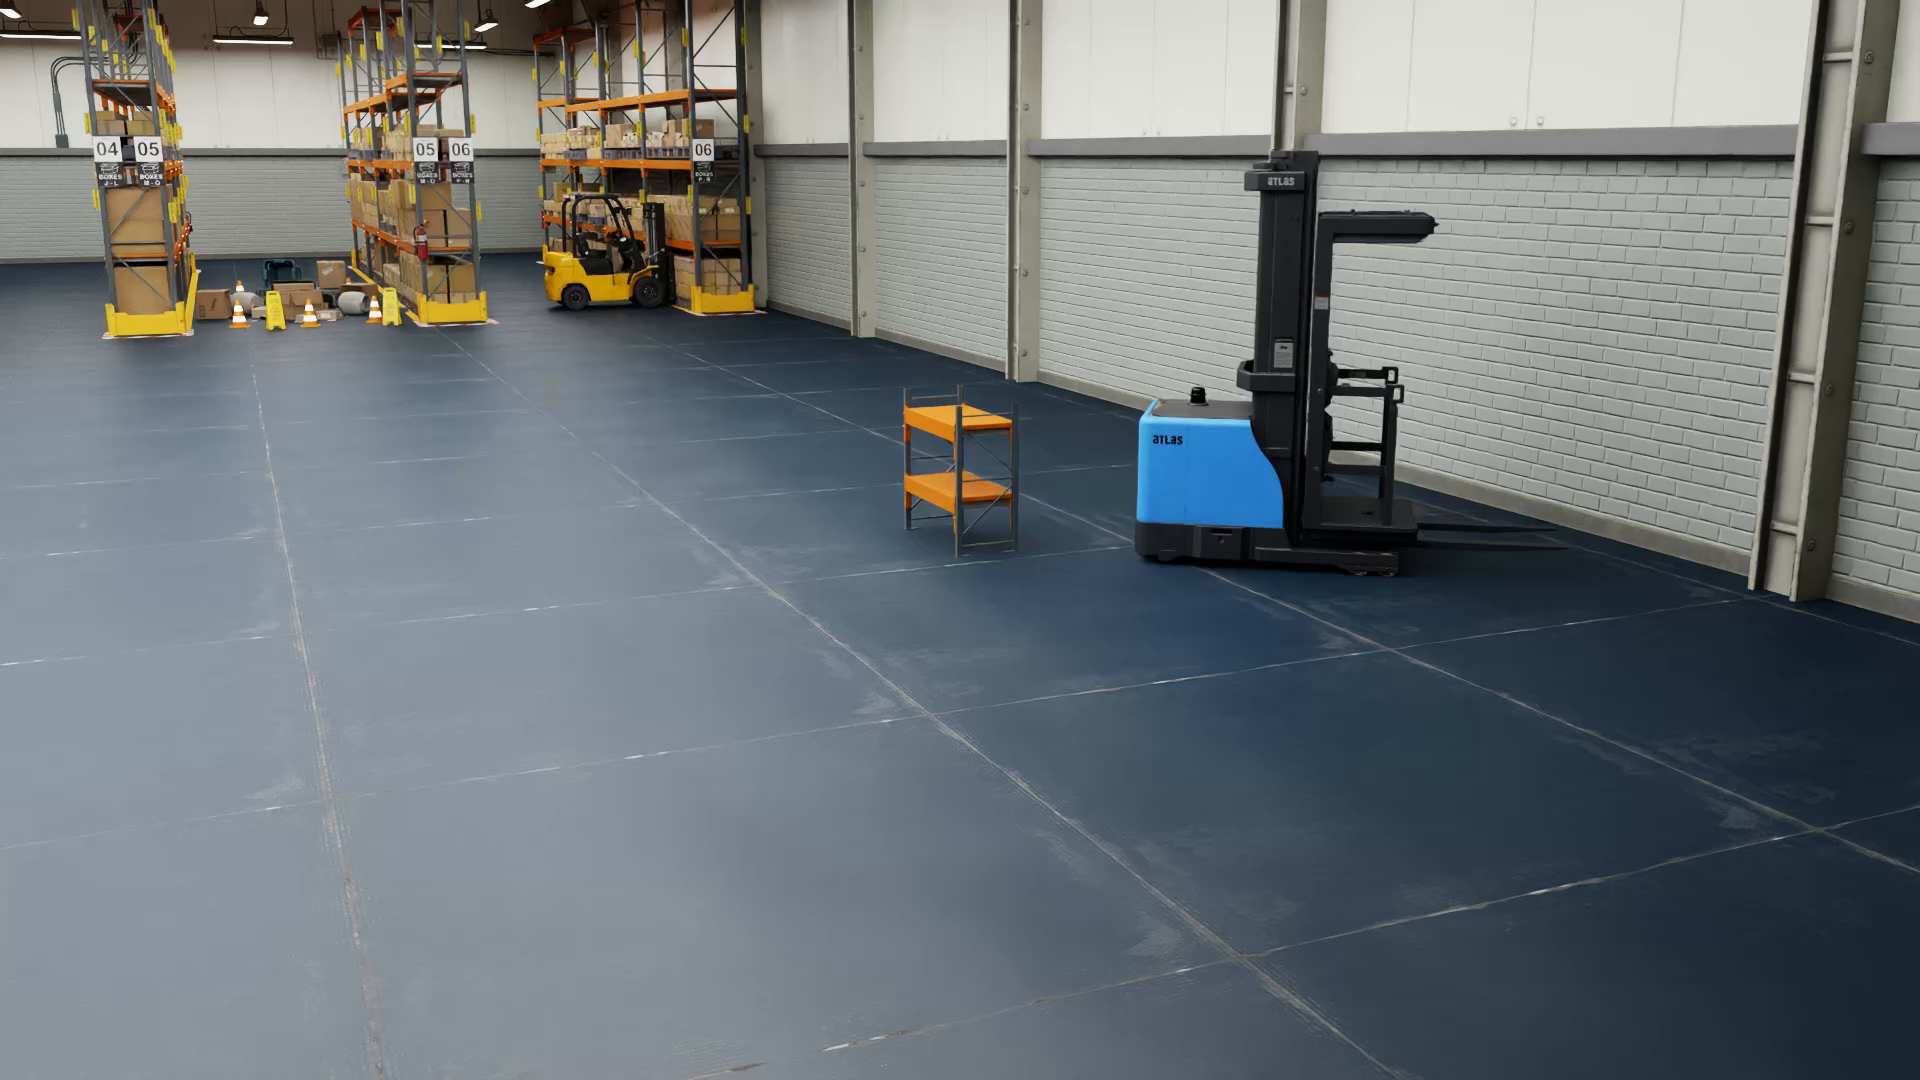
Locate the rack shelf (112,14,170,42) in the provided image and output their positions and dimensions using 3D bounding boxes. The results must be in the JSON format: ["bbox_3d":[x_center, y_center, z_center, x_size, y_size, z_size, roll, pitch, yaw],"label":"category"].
[{"bbox_3d":[-19.180,-12.002,38.995,1.077,0.370,4.000,-6,14,-23],"label":"rack shelf"}]

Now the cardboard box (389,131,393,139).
[{"bbox_3d":[-10.852,-7.845,32.252,0.380,0.149,0.250,-6,14,-24],"label":"cardboard box"}]

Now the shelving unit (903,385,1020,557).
[{"bbox_3d":[-0.003,-0.549,12.749,0.538,1.125,1.048,-6,14,-23],"label":"shelving unit"}]

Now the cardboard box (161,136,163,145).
[{"bbox_3d":[-13.415,-6.610,27.530,0.380,0.149,0.250,-6,14,-23],"label":"cardboard box"}]

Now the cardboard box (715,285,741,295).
[{"bbox_3d":[-4.548,-4.819,32.208,0.500,0.250,0.500,-6,14,-23],"label":"cardboard box"}]

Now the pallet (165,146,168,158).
[{"bbox_3d":[-14.856,-6.993,29.976,1.003,0.211,1.213,-6,14,-23],"label":"pallet"}]

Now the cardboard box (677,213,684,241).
[{"bbox_3d":[-5.167,-6.070,32.222,0.500,0.500,0.500,-5,14,-21],"label":"cardboard box"}]

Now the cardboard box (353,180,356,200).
[{"bbox_3d":[-14.927,-8.788,41.749,0.500,0.500,0.500,-6,14,-23],"label":"cardboard box"}]

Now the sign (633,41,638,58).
[{"bbox_3d":[-6.625,-10.027,33.988,0.100,0.325,0.005,-6,14,-23],"label":"sign"}]

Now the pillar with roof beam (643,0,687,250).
[{"bbox_3d":[-10.331,-9.834,35.403,9.100,9.000,0.548,-6,14,-23],"label":"pillar with roof beam"}]

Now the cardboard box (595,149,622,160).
[{"bbox_3d":[-8.163,-8.961,38.614,0.500,0.250,0.500,-6,14,-25],"label":"cardboard box"}]

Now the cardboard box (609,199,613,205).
[{"bbox_3d":[-7.769,-7.705,37.850,0.380,0.149,0.250,-5,14,-22],"label":"cardboard box"}]

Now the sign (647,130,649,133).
[{"bbox_3d":[-7.223,-9.288,38.375,0.100,0.325,0.005,-6,14,-23],"label":"sign"}]

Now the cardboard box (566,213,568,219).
[{"bbox_3d":[-9.947,-8.339,42.803,0.380,0.149,0.250,-5,14,-22],"label":"cardboard box"}]

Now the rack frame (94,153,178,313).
[{"bbox_3d":[-13.572,-4.918,27.468,1.000,3.000,0.127,-6,14,-23],"label":"rack frame"}]

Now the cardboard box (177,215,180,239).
[{"bbox_3d":[-15.341,-6.031,32.052,0.500,0.500,0.500,-6,14,-23],"label":"cardboard box"}]

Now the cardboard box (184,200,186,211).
[{"bbox_3d":[-19.152,-8.137,40.494,0.500,0.500,0.500,-6,14,-23],"label":"cardboard box"}]

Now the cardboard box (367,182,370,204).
[{"bbox_3d":[-13.330,-7.972,38.222,0.500,0.500,0.500,-6,14,-24],"label":"cardboard box"}]

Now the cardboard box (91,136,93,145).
[{"bbox_3d":[-14.015,-6.549,27.264,0.380,0.149,0.250,-6,14,-23],"label":"cardboard box"}]

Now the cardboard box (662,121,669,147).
[{"bbox_3d":[-5.449,-8.015,32.812,0.797,0.503,0.637,-5,14,-21],"label":"cardboard box"}]

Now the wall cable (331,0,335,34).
[{"bbox_3d":[-18.982,-15.884,46.908,2.355,3.000,0.029,-6,14,-23],"label":"wall cable"}]

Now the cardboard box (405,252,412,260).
[{"bbox_3d":[-10.377,-5.420,31.701,0.380,0.149,0.250,-5,14,-20],"label":"cardboard box"}]

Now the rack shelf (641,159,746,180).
[{"bbox_3d":[-5.331,-7.359,32.958,1.077,0.370,4.000,-6,14,-23],"label":"rack shelf"}]

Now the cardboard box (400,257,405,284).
[{"bbox_3d":[-10.690,-5.297,32.606,0.500,0.500,0.500,-5,14,-20],"label":"cardboard box"}]

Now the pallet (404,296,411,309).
[{"bbox_3d":[-10.378,-4.719,32.789,1.003,0.211,1.213,-6,14,-23],"label":"pallet"}]

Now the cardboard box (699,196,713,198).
[{"bbox_3d":[-5.062,-6.756,33.087,0.380,0.149,0.250,-6,14,-23],"label":"cardboard box"}]

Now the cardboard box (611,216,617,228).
[{"bbox_3d":[-7.584,-7.197,37.646,0.500,0.250,0.500,-6,14,-24],"label":"cardboard box"}]

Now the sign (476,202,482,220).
[{"bbox_3d":[-8.580,-5.857,29.604,0.100,0.325,0.005,-6,14,-23],"label":"sign"}]

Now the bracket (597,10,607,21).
[{"bbox_3d":[-8.949,-13.098,41.524,0.235,0.232,0.430,-6,14,-23],"label":"bracket"}]

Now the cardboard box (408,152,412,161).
[{"bbox_3d":[-9.606,-6.822,29.598,0.380,0.149,0.250,-6,14,-23],"label":"cardboard box"}]

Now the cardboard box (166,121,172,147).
[{"bbox_3d":[-15.823,-8.001,32.758,0.500,0.500,0.500,-6,14,-23],"label":"cardboard box"}]

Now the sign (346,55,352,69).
[{"bbox_3d":[-14.402,-11.275,39.207,0.100,0.325,0.005,-6,14,-23],"label":"sign"}]

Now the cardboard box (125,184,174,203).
[{"bbox_3d":[-14.731,-6.161,30.111,0.875,0.550,0.550,-6,14,-23],"label":"cardboard box"}]

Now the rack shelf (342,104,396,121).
[{"bbox_3d":[-14.685,-10.656,41.437,1.077,0.370,4.000,-6,14,-23],"label":"rack shelf"}]

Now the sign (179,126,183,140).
[{"bbox_3d":[-19.464,-10.163,41.511,0.100,0.325,0.005,-6,14,-23],"label":"sign"}]

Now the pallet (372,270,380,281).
[{"bbox_3d":[-13.505,-6.354,39.857,1.003,0.211,1.213,-6,14,-23],"label":"pallet"}]

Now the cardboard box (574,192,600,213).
[{"bbox_3d":[-9.141,-8.341,41.102,0.700,0.500,0.500,-5,14,-22],"label":"cardboard box"}]

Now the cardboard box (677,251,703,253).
[{"bbox_3d":[-5.541,-5.826,34.341,0.500,0.250,0.500,-6,14,-24],"label":"cardboard box"}]

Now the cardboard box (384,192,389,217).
[{"bbox_3d":[-11.686,-7.003,34.663,0.500,0.500,0.500,-6,14,-25],"label":"cardboard box"}]

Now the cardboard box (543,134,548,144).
[{"bbox_3d":[-10.805,-10.697,44.346,0.500,0.250,0.500,-6,14,-23],"label":"cardboard box"}]

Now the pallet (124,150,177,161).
[{"bbox_3d":[-16.019,-7.581,32.741,1.003,0.211,1.213,-5,14,-20],"label":"pallet"}]

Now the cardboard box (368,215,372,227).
[{"bbox_3d":[-13.358,-7.359,38.348,0.500,0.250,0.500,-6,14,-24],"label":"cardboard box"}]

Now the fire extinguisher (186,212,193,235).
[{"bbox_3d":[-19.659,-8.098,42.206,0.296,0.674,0.183,-6,14,-23],"label":"fire extinguisher"}]

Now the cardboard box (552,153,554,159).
[{"bbox_3d":[-10.500,-10.068,43.621,0.380,0.149,0.250,-6,14,-23],"label":"cardboard box"}]

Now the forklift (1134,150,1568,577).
[{"bbox_3d":[2.849,-1.300,11.986,3.031,2.935,1.130,3,13,12],"label":"forklift"}]

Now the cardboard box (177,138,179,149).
[{"bbox_3d":[-19.155,-9.572,40.146,0.500,0.250,0.500,-5,14,-22],"label":"cardboard box"}]

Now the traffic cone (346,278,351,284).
[{"bbox_3d":[-12.458,-5.106,33.907,0.336,0.463,0.334,-6,14,-23],"label":"traffic cone"}]

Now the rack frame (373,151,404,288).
[{"bbox_3d":[-12.281,-7.039,36.631,1.000,3.000,0.127,-6,14,-23],"label":"rack frame"}]

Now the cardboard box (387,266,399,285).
[{"bbox_3d":[-11.761,-5.694,35.716,0.950,0.372,0.625,-6,14,-24],"label":"cardboard box"}]

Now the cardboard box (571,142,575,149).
[{"bbox_3d":[-9.296,-9.649,40.660,0.380,0.149,0.250,-5,14,-22],"label":"cardboard box"}]

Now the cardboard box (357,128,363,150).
[{"bbox_3d":[-13.796,-9.372,38.905,0.500,0.500,0.500,-6,14,-24],"label":"cardboard box"}]
